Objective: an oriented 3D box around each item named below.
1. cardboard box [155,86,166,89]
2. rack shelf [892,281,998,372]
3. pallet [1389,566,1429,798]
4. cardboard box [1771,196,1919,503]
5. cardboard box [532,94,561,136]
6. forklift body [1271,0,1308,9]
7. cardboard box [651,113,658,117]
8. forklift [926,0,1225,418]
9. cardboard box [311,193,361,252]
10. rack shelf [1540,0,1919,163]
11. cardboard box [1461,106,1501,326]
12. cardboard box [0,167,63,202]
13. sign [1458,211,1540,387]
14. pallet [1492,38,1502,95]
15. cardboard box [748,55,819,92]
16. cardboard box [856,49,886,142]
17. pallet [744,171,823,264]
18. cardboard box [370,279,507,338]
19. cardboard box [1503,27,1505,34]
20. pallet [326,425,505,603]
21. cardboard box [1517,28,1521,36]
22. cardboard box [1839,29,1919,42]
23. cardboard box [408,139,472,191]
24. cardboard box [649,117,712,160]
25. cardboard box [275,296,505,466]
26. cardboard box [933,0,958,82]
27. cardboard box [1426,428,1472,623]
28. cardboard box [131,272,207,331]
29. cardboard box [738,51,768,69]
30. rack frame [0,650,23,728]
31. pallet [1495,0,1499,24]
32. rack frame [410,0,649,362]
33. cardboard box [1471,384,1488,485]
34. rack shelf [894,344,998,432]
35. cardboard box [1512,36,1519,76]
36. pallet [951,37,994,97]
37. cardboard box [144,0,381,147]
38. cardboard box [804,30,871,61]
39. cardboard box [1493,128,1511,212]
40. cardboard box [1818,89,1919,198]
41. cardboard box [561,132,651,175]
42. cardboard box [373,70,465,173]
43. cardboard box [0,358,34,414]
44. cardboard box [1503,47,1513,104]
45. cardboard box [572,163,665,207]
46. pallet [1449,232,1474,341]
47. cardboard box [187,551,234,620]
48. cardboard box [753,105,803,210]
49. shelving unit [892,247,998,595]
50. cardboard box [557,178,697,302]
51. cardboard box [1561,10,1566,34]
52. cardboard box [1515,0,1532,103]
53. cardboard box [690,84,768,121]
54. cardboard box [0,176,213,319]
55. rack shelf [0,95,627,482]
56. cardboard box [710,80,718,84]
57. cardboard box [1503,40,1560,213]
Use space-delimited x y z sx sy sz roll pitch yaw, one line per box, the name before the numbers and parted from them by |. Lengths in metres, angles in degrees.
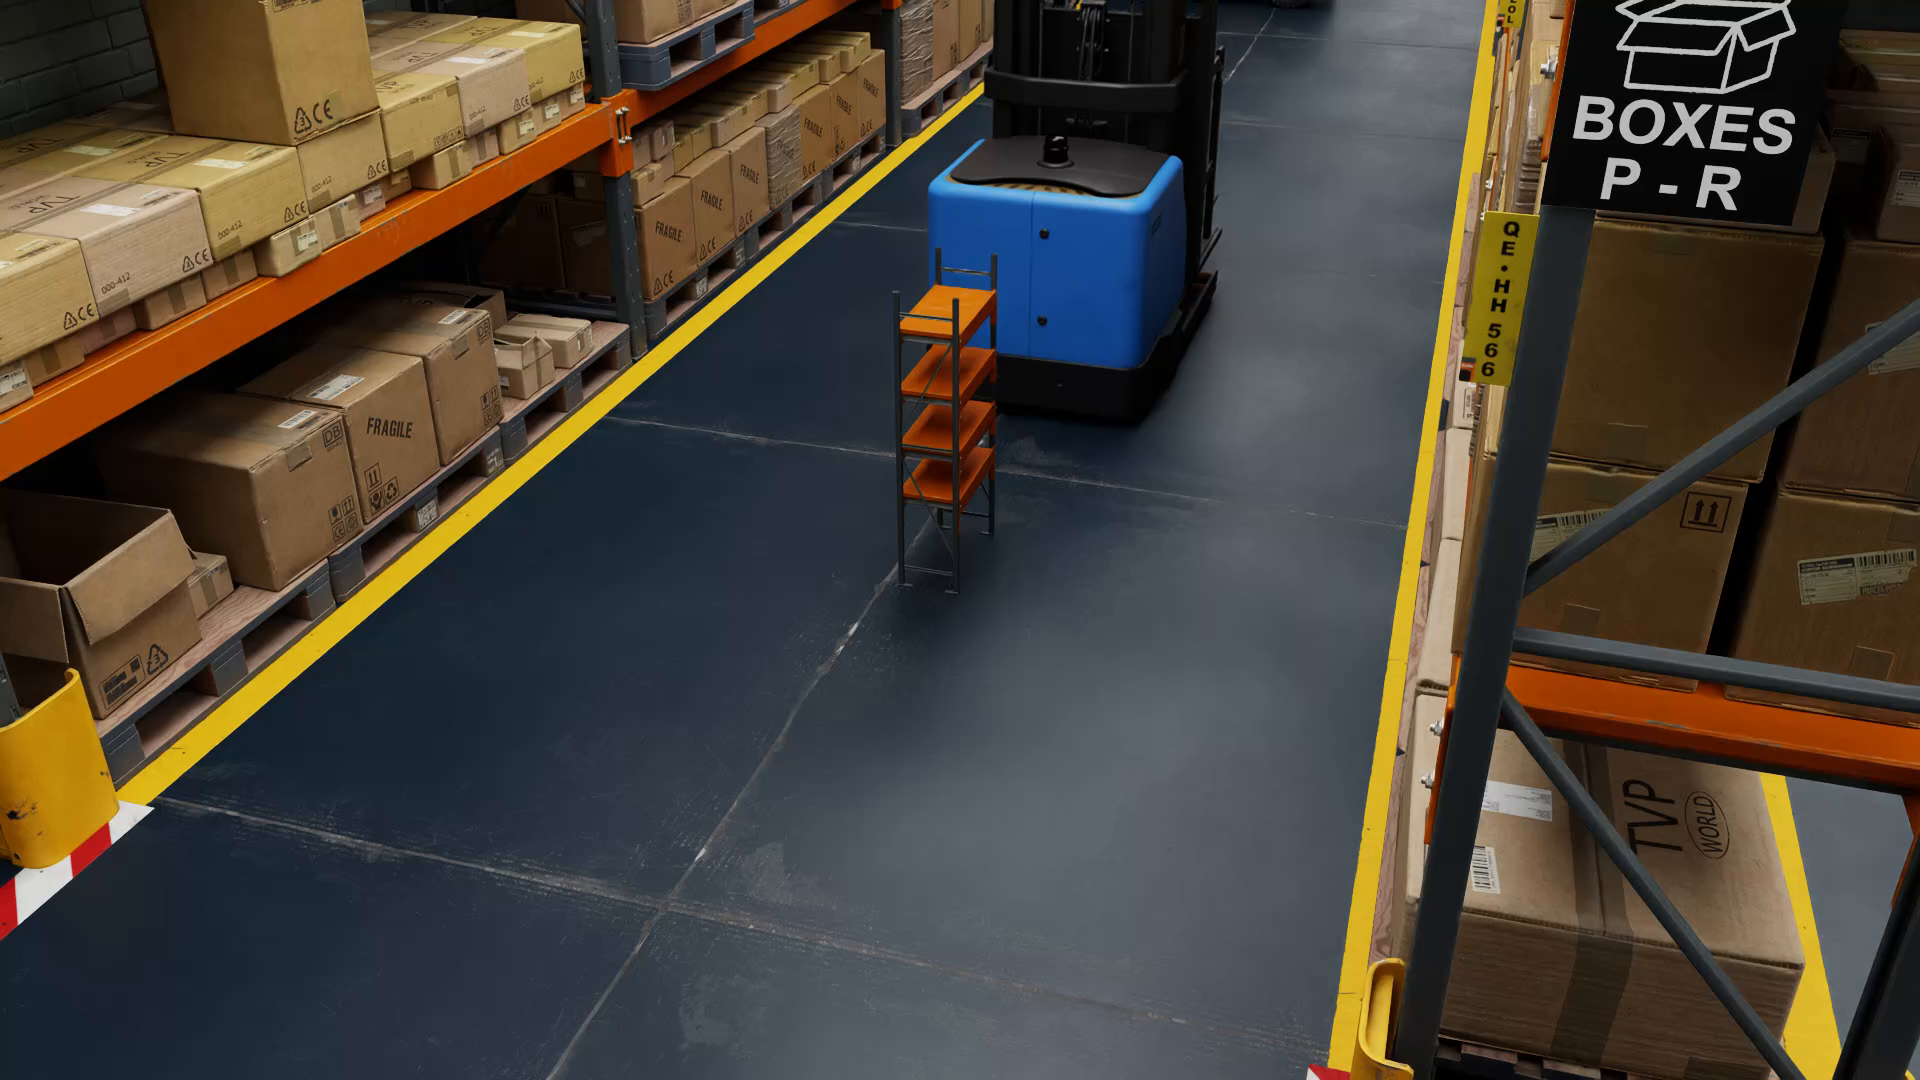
cardboard box | -2.779 -1.704 6.575 0.500 0.250 0.500 9 30 16
rack shelf | -0.049 -0.791 6.129 0.258 0.148 0.480 8 30 15
pallet | 2.011 0.532 5.577 1.003 0.211 1.213 8 30 15
cardboard box | 1.904 -0.402 3.256 0.500 0.500 0.500 8 30 14
cardboard box | -1.989 -1.886 7.314 0.380 0.149 0.250 9 30 16
forklift body | 2.628 -6.369 15.986 2.313 2.155 1.214 8 30 15
cardboard box | -1.931 -2.371 9.400 0.380 0.149 0.250 9 30 16
forklift | 0.774 -2.542 8.305 1.130 2.935 3.031 9 30 15
cardboard box | -2.413 -1.166 6.019 0.380 0.149 0.250 9 30 16
rack shelf | 2.078 -1.665 4.312 1.077 0.370 4.000 8 30 15
cardboard box | 3.028 -1.573 8.246 0.875 0.875 0.875 9 30 16
cardboard box | -3.221 -1.001 5.312 0.500 0.250 0.500 9 30 15
sign | 0.976 -0.432 3.007 0.100 0.325 0.005 8 30 15
pallet | 4.786 -3.735 13.247 1.003 0.211 1.213 8 30 15
cardboard box | -1.101 -2.909 10.365 0.380 0.149 0.250 9 30 16
cardboard box | -0.826 -3.027 11.246 0.500 0.500 0.500 9 30 16
pallet | -1.522 -2.038 10.196 1.003 0.211 1.213 8 30 15
cardboard box | -2.501 -1.040 7.867 0.500 0.311 0.500 10 30 17
cardboard box | 4.654 -3.772 12.716 0.950 0.372 0.625 10 31 18
pallet | -2.640 -0.198 6.889 1.003 0.211 1.213 8 30 15
cardboard box | 2.556 -2.322 6.707 0.500 0.500 0.500 9 30 16
cardboard box | 2.141 -1.119 3.878 0.380 0.149 0.250 9 30 15
cardboard box | -2.193 -1.521 6.658 0.380 0.149 0.250 8 30 14
cardboard box | -1.582 -2.198 9.087 0.380 0.149 0.250 8 30 14
cardboard box | -2.392 -0.682 7.029 0.700 0.500 0.500 7 30 13
cardboard box | -0.527 -3.902 12.689 0.875 0.625 0.625 9 30 17
cardboard box | 2.116 0.031 5.813 0.875 0.438 0.875 8 30 13
cardboard box | -2.689 -0.810 5.379 0.380 0.149 0.250 9 30 16
cardboard box | -1.458 -3.093 10.697 0.380 0.149 0.250 9 30 16
rack frame | -3.255 -0.446 4.465 1.000 3.000 0.127 8 30 15
pallet | 5.533 -4.983 15.490 1.003 0.211 1.213 8 30 15
rack frame | -2.081 -2.304 7.807 1.000 3.000 0.127 8 30 15
cardboard box | 1.541 -0.276 4.057 0.500 0.500 0.500 8 30 14
rack shelf | -0.049 -0.584 6.244 0.258 0.148 0.480 8 30 15
cardboard box | 2.562 -1.990 6.882 0.500 0.250 0.500 8 30 15
pallet | -0.268 -3.887 13.520 1.003 0.211 1.213 8 30 15
cardboard box | -2.425 -1.707 5.810 0.500 0.500 0.500 9 30 16
cardboard box | -0.810 -3.272 11.019 0.380 0.149 0.250 7 30 12
cardboard box | 1.973 -0.997 5.354 0.500 0.500 0.500 9 30 15
cardboard box | 1.869 -0.760 3.233 0.380 0.149 0.250 9 30 16
cardboard box | -1.780 -1.946 8.329 0.380 0.149 0.250 8 30 14
cardboard box | -2.289 -1.633 6.447 0.500 0.250 0.500 8 30 15
cardboard box | -2.897 -0.449 4.731 0.380 0.149 0.250 8 30 14
cardboard box | 2.706 -2.013 7.438 0.500 0.250 0.500 8 30 14
cardboard box | -1.722 -1.808 8.386 0.380 0.149 0.250 10 31 17
pallet | 3.176 -1.317 8.901 1.003 0.211 1.213 8 30 15
cardboard box | -2.823 0.154 5.888 0.380 0.149 0.250 7 30 13
cardboard box | -1.268 -2.309 9.954 0.500 0.500 0.500 7 30 13
shelving unit | -0.049 -0.447 6.320 0.258 1.200 0.503 8 30 15
cardboard box | -1.724 -1.588 8.659 0.500 0.500 0.500 10 31 17
cardboard box | 1.727 -1.299 4.201 0.380 0.149 0.250 9 30 16
cardboard box | 2.139 -1.658 5.513 0.500 0.500 0.500 8 30 14
cardboard box | -1.347 -2.553 9.726 0.380 0.149 0.250 9 30 15
cardboard box | -2.717 -0.917 5.161 0.500 0.250 0.500 9 30 15
rack shelf | -2.668 -1.061 6.311 1.077 0.370 4.000 8 30 15
cardboard box | -1.687 -2.731 10.047 0.380 0.149 0.250 9 30 15
cardboard box | 1.678 -0.954 4.248 0.500 0.500 0.500 8 30 15
